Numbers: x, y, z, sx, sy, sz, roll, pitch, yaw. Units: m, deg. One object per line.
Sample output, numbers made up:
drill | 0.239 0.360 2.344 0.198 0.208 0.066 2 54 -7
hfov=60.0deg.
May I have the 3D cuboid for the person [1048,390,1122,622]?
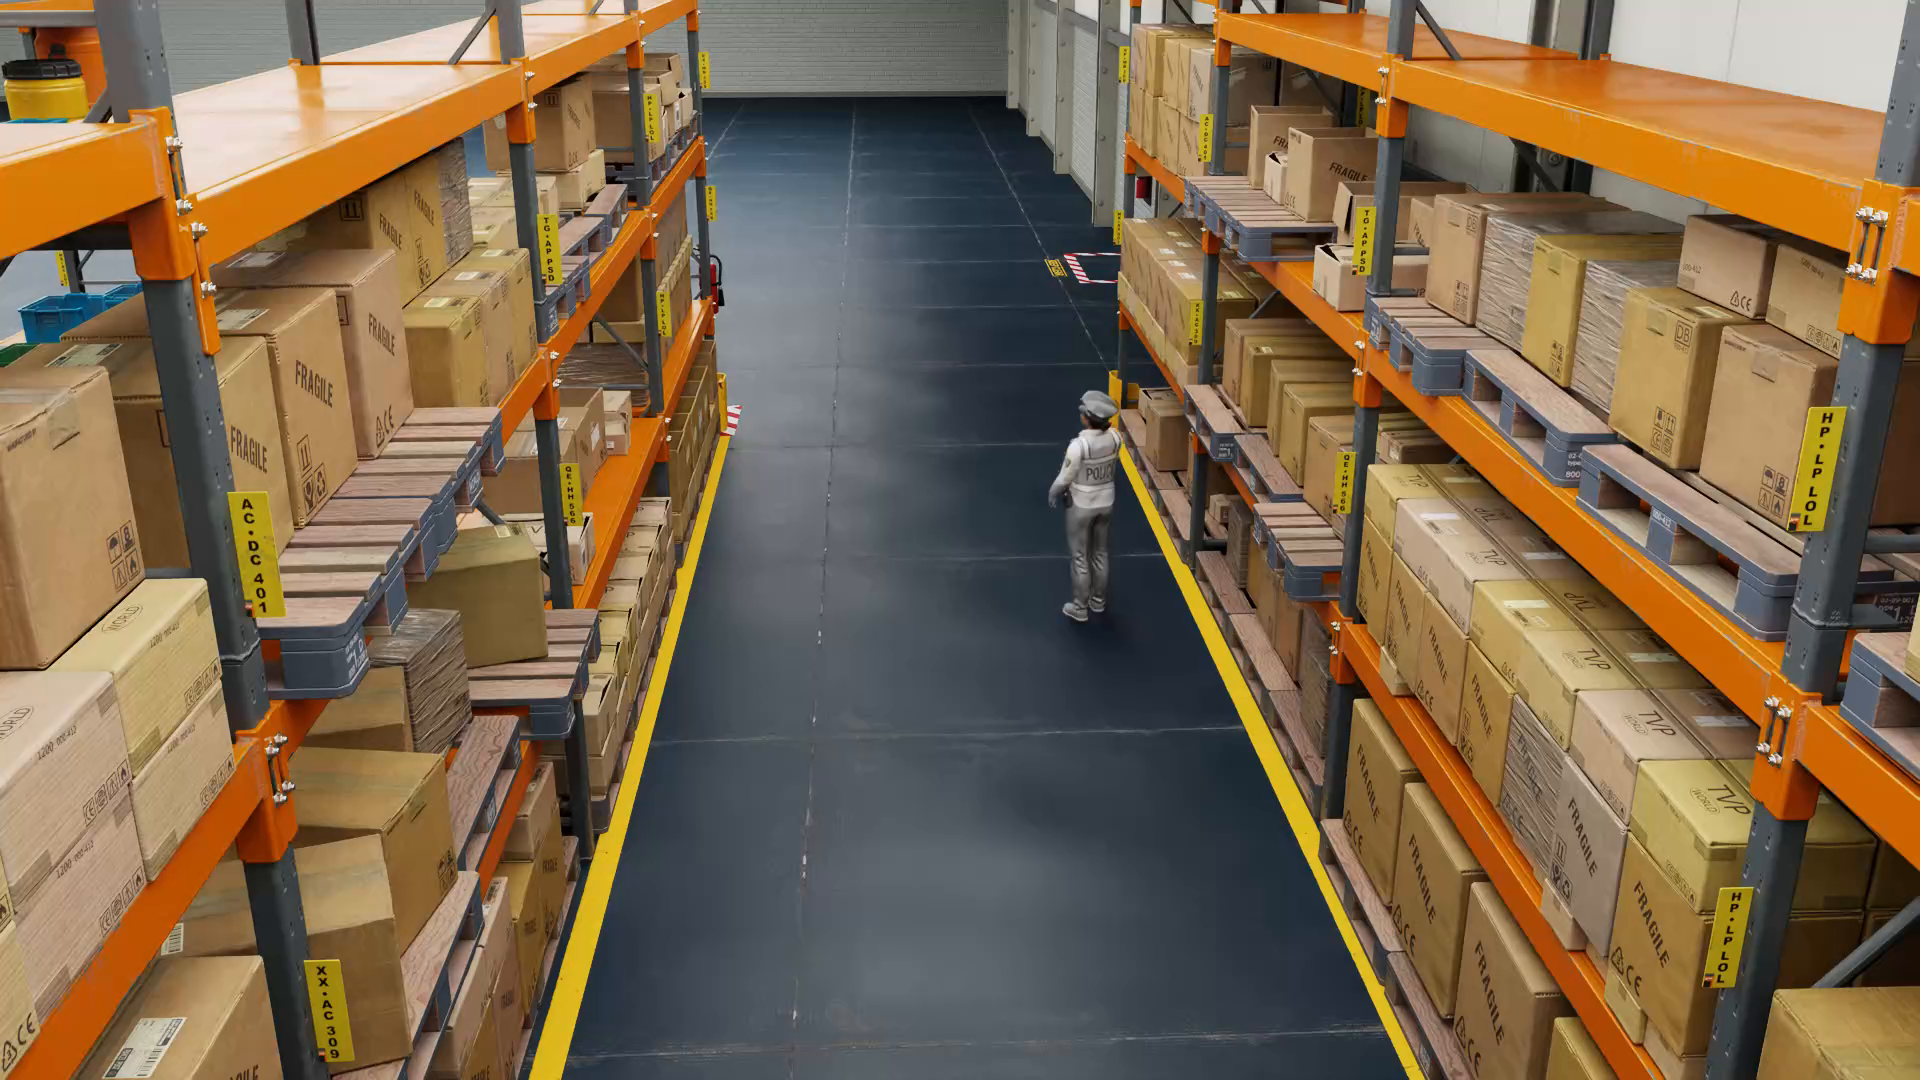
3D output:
person | 0.886 -0.246 11.673 0.527 1.703 0.514 -14 25 -33
